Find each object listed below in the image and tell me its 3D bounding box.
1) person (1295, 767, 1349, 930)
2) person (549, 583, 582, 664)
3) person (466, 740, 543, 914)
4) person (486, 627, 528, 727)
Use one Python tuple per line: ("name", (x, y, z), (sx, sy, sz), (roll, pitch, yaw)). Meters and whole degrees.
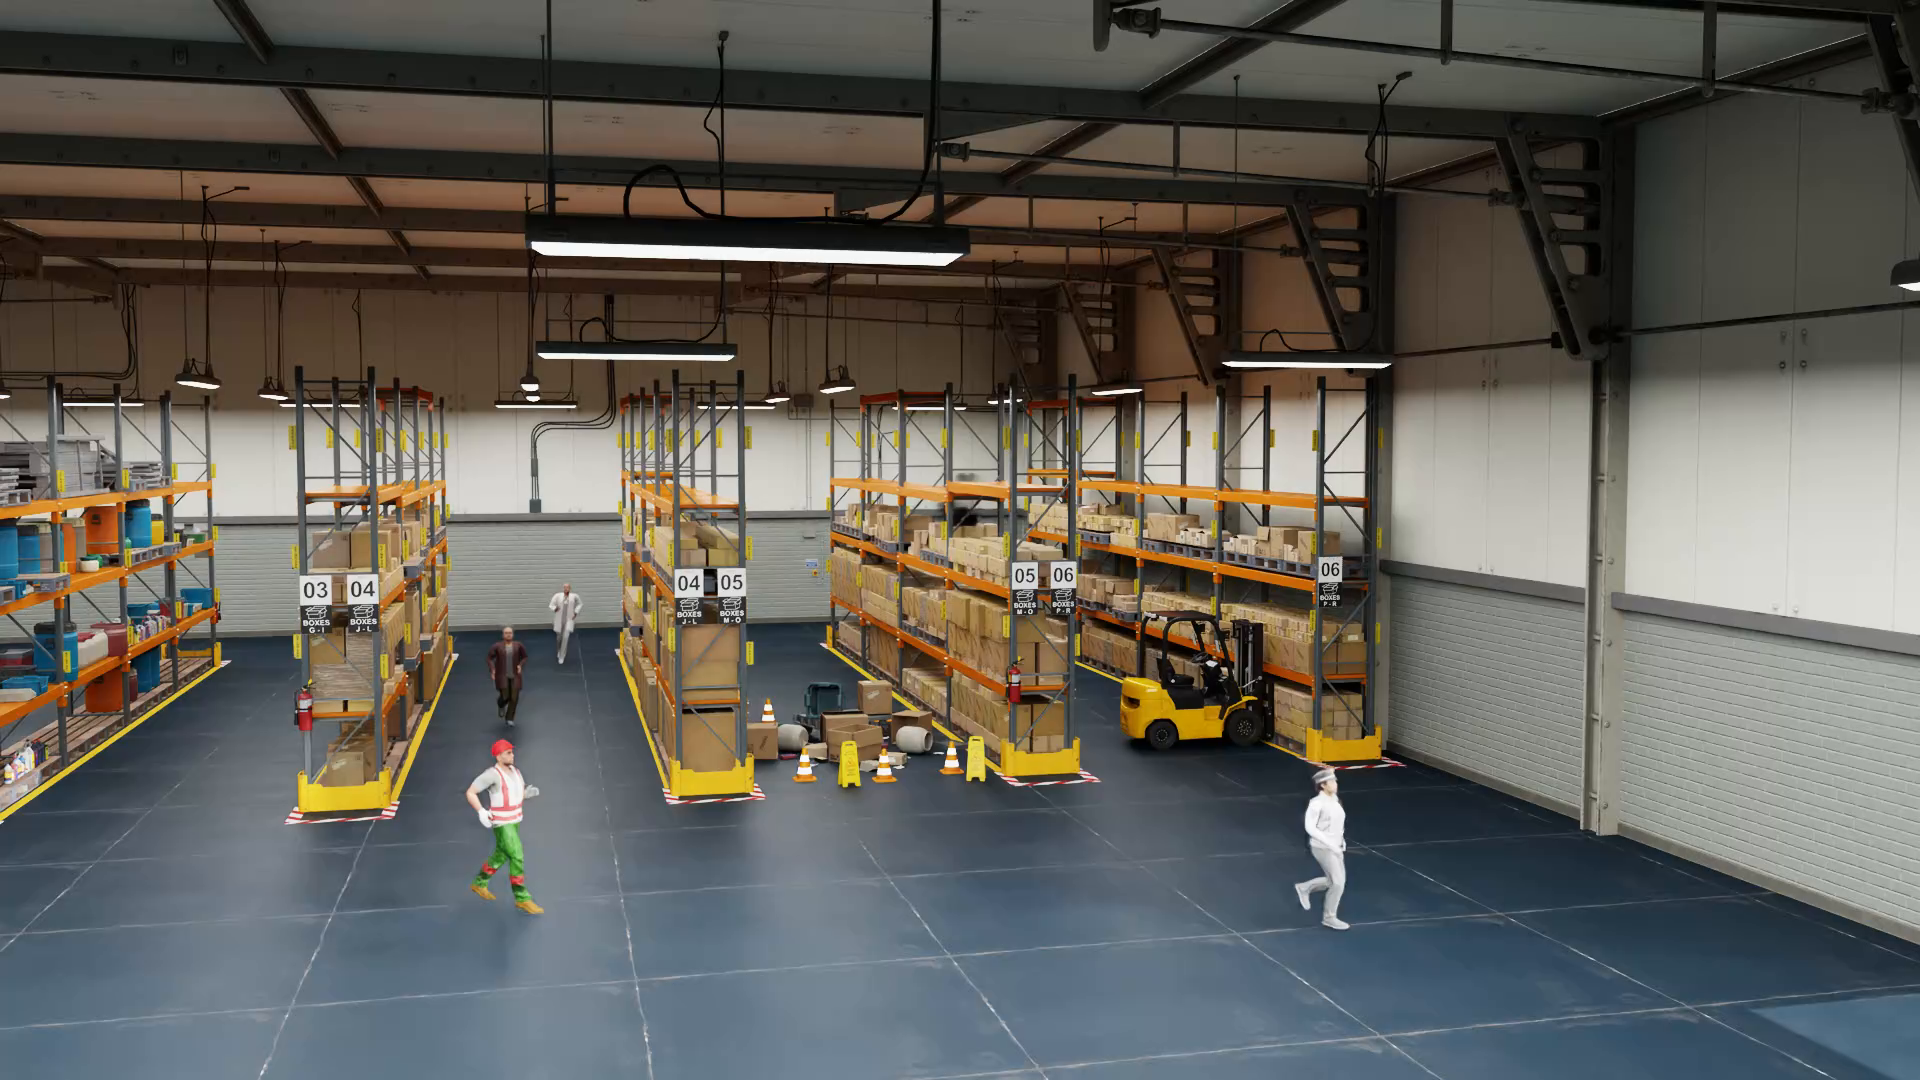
("person", (3.722, 3.151, 17.133), (0.622, 1.648, 0.642), (2, 4, 36))
("person", (-8.938, 1.962, 37.700), (0.717, 1.609, 0.973), (0, 3, -6))
("person", (-4.844, 3.027, 17.694), (0.924, 1.812, 0.657), (1, 4, 14))
("person", (-7.942, 2.398, 29.236), (0.710, 1.731, 0.637), (-2, 4, -25))
